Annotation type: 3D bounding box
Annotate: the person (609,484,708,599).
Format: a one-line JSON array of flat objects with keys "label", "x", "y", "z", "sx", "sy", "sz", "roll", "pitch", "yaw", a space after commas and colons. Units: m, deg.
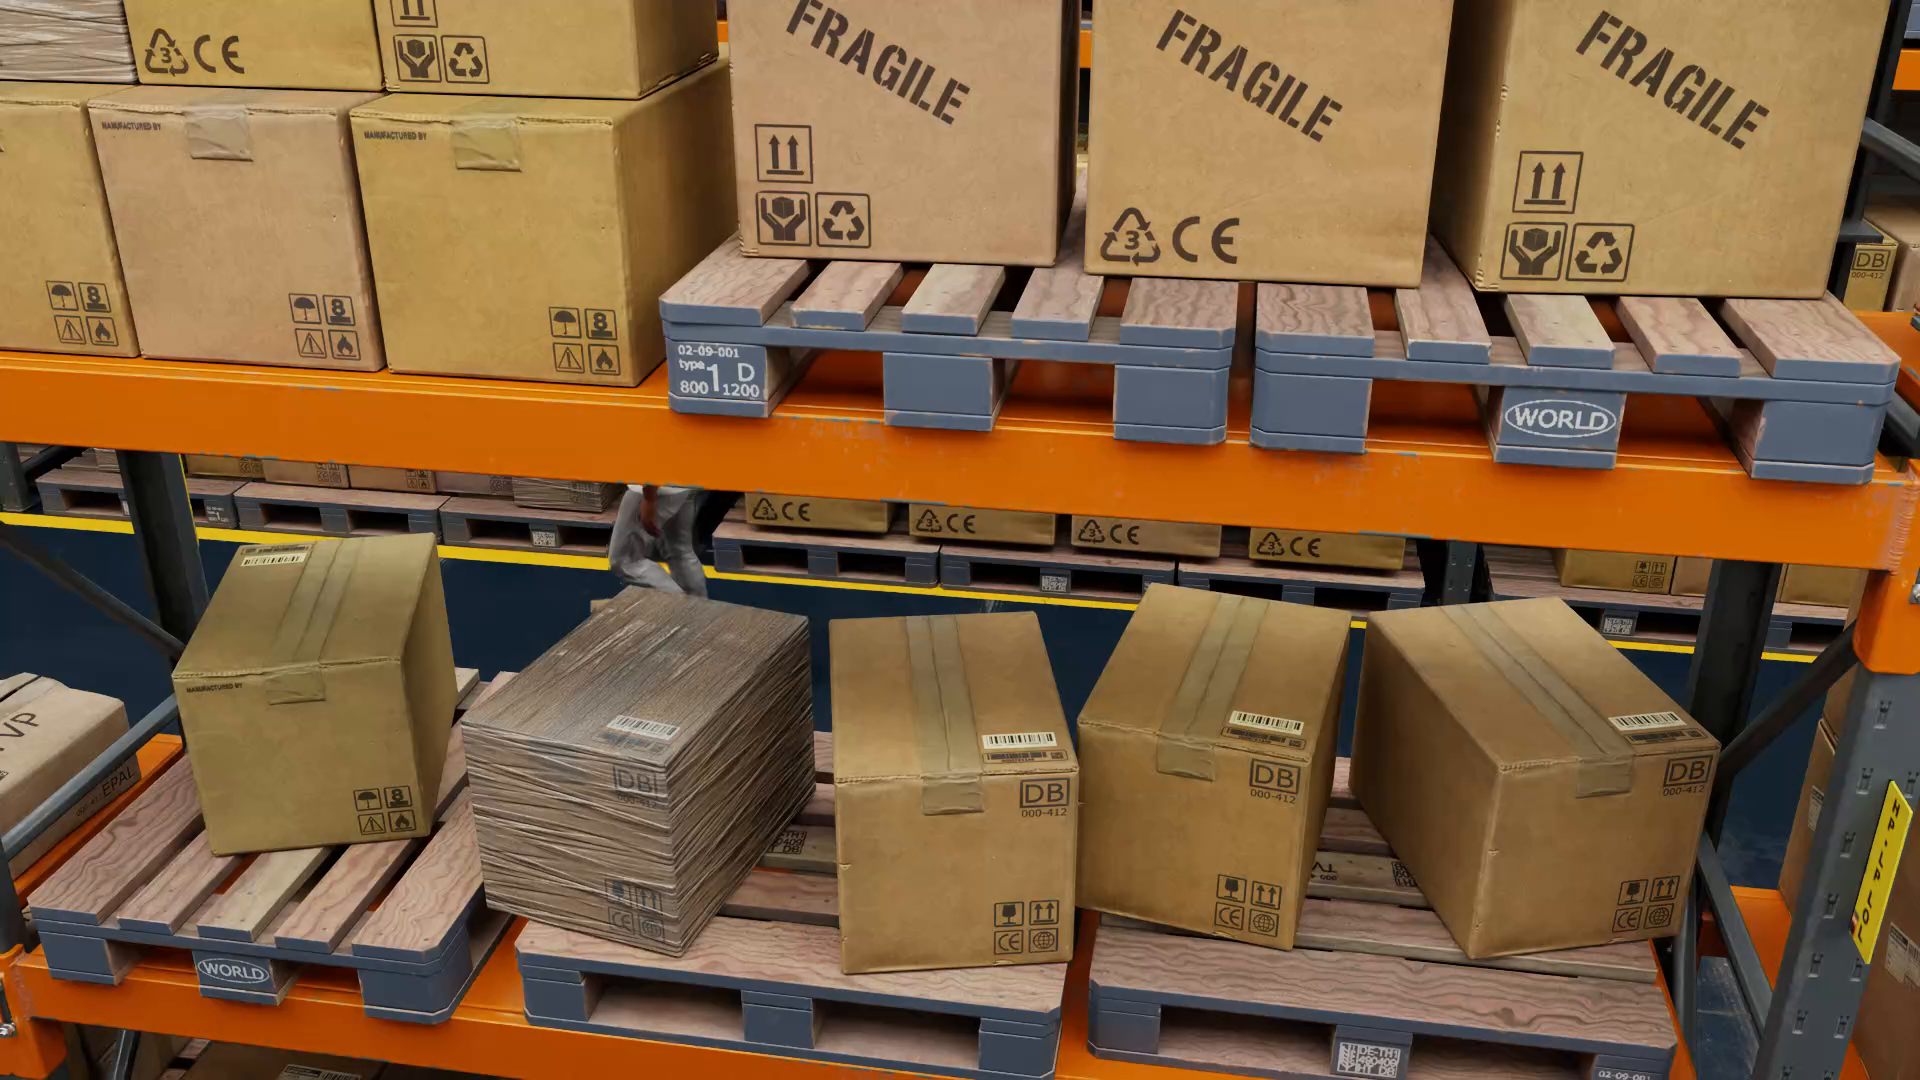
[{"label": "person", "x": -1.376, "y": -0.263, "z": 7.622, "sx": 0.463, "sy": 1.779, "sz": 0.585, "roll": 6, "pitch": 25, "yaw": 12}]
